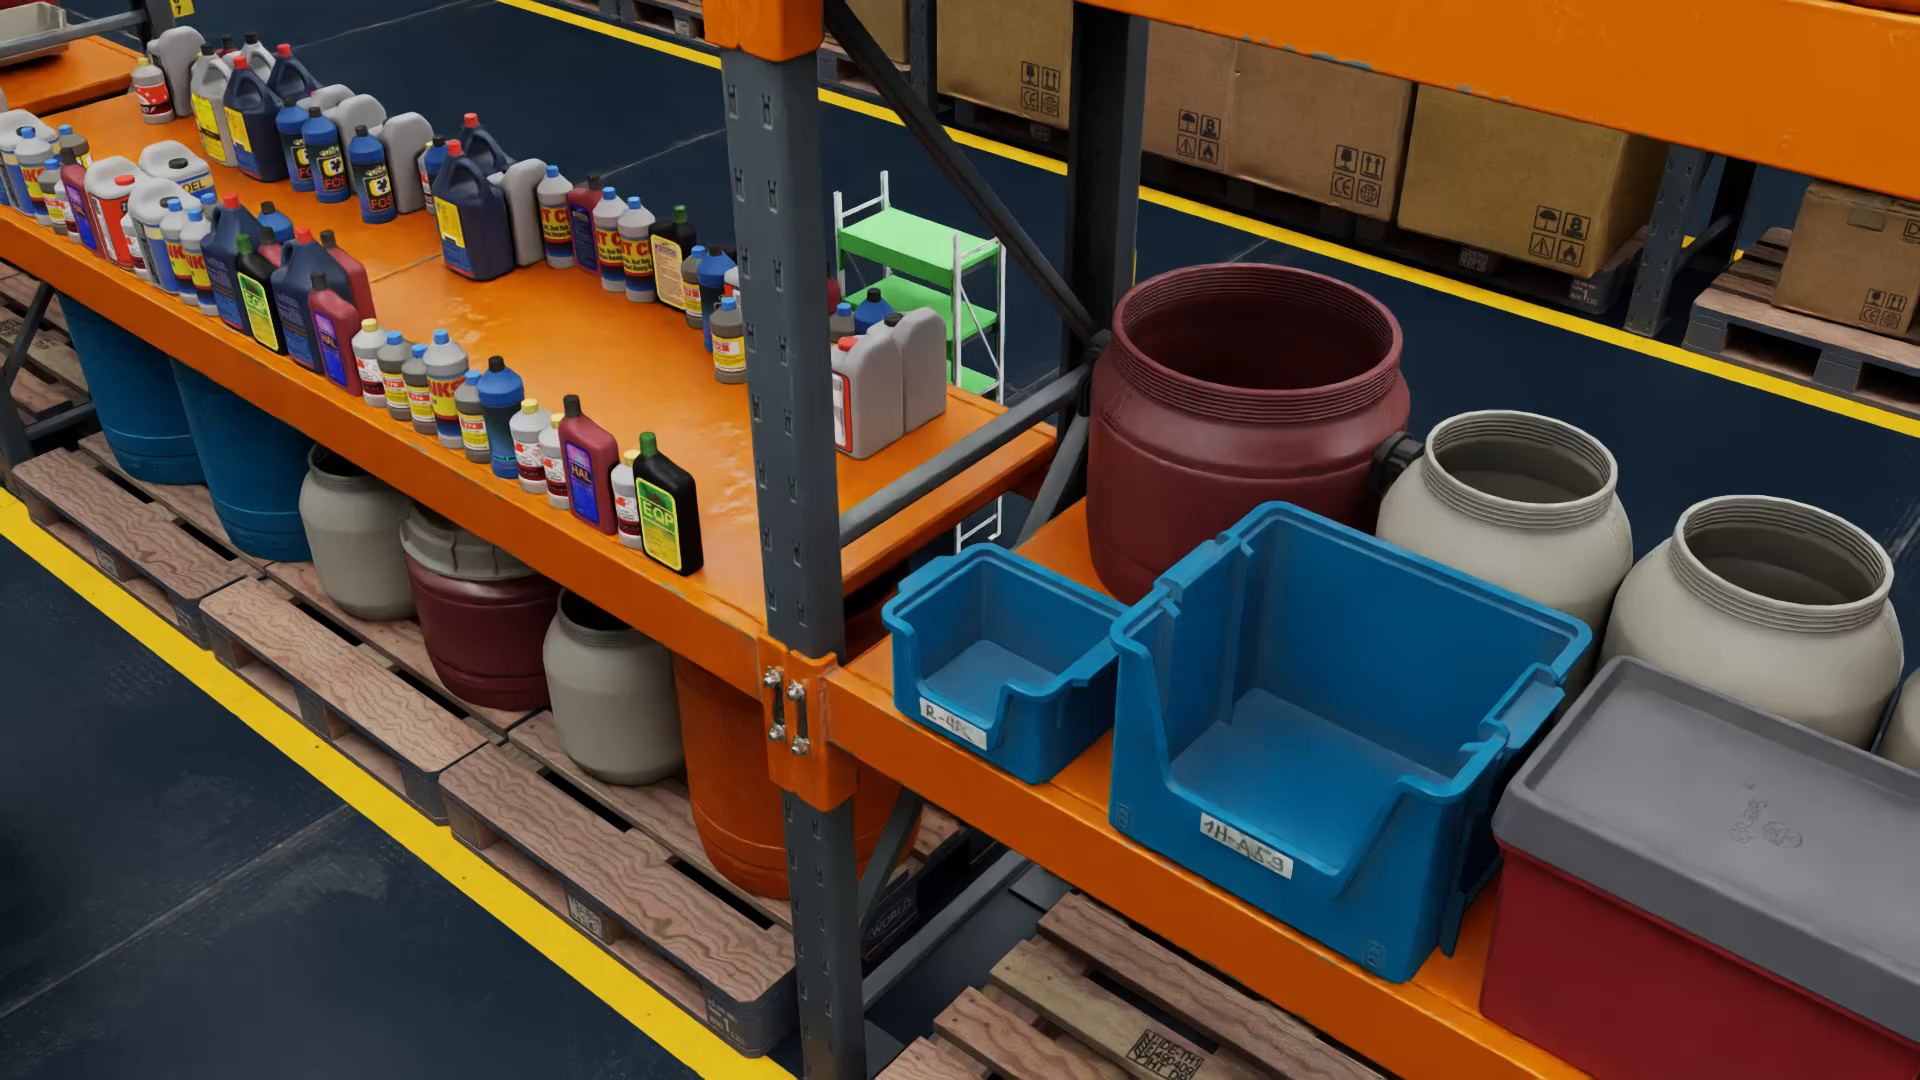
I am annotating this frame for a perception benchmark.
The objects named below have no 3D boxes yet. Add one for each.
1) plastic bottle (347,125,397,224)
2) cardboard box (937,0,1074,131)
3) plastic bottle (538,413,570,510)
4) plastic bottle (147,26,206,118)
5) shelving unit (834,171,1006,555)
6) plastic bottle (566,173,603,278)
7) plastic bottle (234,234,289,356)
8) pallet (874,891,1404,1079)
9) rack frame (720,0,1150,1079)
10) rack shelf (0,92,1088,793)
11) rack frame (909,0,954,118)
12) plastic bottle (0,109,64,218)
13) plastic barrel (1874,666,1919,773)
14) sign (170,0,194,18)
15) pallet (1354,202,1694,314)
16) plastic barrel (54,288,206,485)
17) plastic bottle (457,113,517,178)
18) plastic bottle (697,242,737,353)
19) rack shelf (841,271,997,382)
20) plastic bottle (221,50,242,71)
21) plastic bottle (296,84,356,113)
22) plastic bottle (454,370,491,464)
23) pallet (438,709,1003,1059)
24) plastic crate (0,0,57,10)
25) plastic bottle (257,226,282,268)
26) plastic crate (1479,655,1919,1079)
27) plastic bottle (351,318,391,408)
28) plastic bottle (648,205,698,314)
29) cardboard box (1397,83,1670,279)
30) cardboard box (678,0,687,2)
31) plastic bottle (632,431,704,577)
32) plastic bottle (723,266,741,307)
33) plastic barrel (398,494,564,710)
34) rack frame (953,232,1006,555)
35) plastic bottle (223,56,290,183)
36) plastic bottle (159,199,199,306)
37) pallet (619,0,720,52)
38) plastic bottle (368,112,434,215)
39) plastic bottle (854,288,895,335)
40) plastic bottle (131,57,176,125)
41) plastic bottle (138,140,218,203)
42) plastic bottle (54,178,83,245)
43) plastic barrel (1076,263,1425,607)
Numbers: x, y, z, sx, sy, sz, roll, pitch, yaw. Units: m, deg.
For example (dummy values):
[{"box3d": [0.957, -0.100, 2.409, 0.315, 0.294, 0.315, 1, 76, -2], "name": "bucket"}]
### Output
[{"box3d": [-1.680, -1.046, 4.737, 0.097, 0.271, 0.097, 0, 34, 0], "name": "plastic bottle"}, {"box3d": [0.600, -2.839, 8.740, 0.875, 0.875, 1.225, 25, 42, 32], "name": "cardboard box"}, {"box3d": [-0.838, -0.173, 3.528, 0.097, 0.201, 0.097, 0, 34, 0], "name": "plastic bottle"}, {"box3d": [-2.564, -1.557, 5.477, 0.135, 0.276, 0.152, 25, 42, 32], "name": "plastic bottle"}, {"box3d": [-0.127, -0.555, 5.498, 0.503, 1.200, 0.258, 25, 42, 32], "name": "shelving unit"}, {"box3d": [-0.984, -0.849, 4.439, 0.133, 0.283, 0.061, 25, 42, 32], "name": "plastic bottle"}, {"box3d": [-1.706, -0.603, 4.082, 0.133, 0.283, 0.061, 25, 42, 32], "name": "plastic bottle"}, {"box3d": [0.571, 1.286, 3.691, 1.213, 0.211, 1.003, 25, 42, 32], "name": "pallet"}, {"box3d": [0.000, -0.161, 3.335, 0.127, 3.000, 1.000, 25, 42, 32], "name": "rack frame"}, {"box3d": [-1.537, -0.589, 4.593, 4.000, 0.370, 1.077, 25, 42, 32], "name": "rack shelf"}, {"box3d": [0.095, -3.765, 8.582, 0.127, 3.000, 1.000, 25, 42, 32], "name": "rack frame"}, {"box3d": [-2.681, -1.093, 4.801, 0.135, 0.276, 0.152, 25, 42, 32], "name": "plastic bottle"}, {"box3d": [1.583, 0.367, 2.445, 0.433, 0.535, 0.433, 0, 34, 0], "name": "plastic barrel"}, {"box3d": [-2.720, -1.963, 5.714, 0.005, 0.325, 0.100, 25, 42, 32], "name": "sign"}, {"box3d": [2.612, -1.485, 7.726, 1.213, 0.211, 1.003, 25, 42, 32], "name": "pallet"}, {"box3d": [-2.667, -0.714, 5.622, 0.708, 0.901, 0.600, 25, 42, 32], "name": "plastic barrel"}, {"box3d": [-1.311, -1.000, 4.600, 0.185, 0.351, 0.144, 25, 42, 32], "name": "plastic bottle"}, {"box3d": [-0.591, -0.600, 4.088, 0.097, 0.271, 0.097, 0, 34, 0], "name": "plastic bottle"}, {"box3d": [-0.127, -0.700, 5.398, 0.480, 0.148, 0.258, 25, 42, 32], "name": "rack shelf"}, {"box3d": [-2.283, -1.424, 5.284, 0.135, 0.276, 0.152, 25, 42, 32], "name": "plastic bottle"}, {"box3d": [-1.896, -1.242, 5.018, 0.135, 0.276, 0.152, 25, 42, 32], "name": "plastic bottle"}, {"box3d": [-1.062, -0.279, 3.682, 0.097, 0.201, 0.097, 0, 34, 0], "name": "plastic bottle"}, {"box3d": [-0.632, 0.721, 4.514, 1.213, 0.211, 1.003, 25, 42, 32], "name": "pallet"}, {"box3d": [-3.599, -2.094, 6.039, 0.583, 0.464, 0.402, 25, 42, 32], "name": "plastic crate"}, {"box3d": [-1.668, -0.630, 4.120, 0.133, 0.283, 0.061, 25, 42, 32], "name": "plastic bottle"}, {"box3d": [1.046, 0.531, 2.271, 0.583, 0.464, 0.402, 25, 42, 32], "name": "plastic crate"}, {"box3d": [-1.362, -0.420, 3.888, 0.097, 0.201, 0.097, 0, 34, 0], "name": "plastic bottle"}, {"box3d": [-0.732, -0.730, 4.266, 0.133, 0.283, 0.061, 25, 42, 32], "name": "plastic bottle"}, {"box3d": [2.652, -1.872, 7.332, 0.875, 0.875, 1.225, 23, 41, 30], "name": "cardboard box"}, {"box3d": [-1.736, -3.984, 10.408, 0.875, 0.875, 0.875, 25, 42, 32], "name": "cardboard box"}, {"box3d": [-0.584, -0.074, 3.311, 0.133, 0.283, 0.061, 25, 42, 32], "name": "plastic bottle"}, {"box3d": [-0.481, -0.575, 4.047, 0.135, 0.276, 0.152, 25, 42, 32], "name": "plastic bottle"}, {"box3d": [-1.254, 0.081, 4.741, 0.708, 0.588, 0.600, 25, 42, 32], "name": "plastic barrel"}, {"box3d": [0.060, -0.466, 5.369, 0.015, 1.200, 0.240, 25, 42, 32], "name": "rack frame"}, {"box3d": [-2.108, -1.269, 4.992, 0.185, 0.351, 0.144, 25, 42, 32], "name": "plastic bottle"}, {"box3d": [-2.000, -0.750, 4.306, 0.097, 0.271, 0.097, 0, 34, 0], "name": "plastic bottle"}, {"box3d": [-1.381, -3.366, 10.466, 1.213, 0.211, 1.003, 25, 42, 32], "name": "pallet"}, {"box3d": [-1.614, -1.109, 4.825, 0.135, 0.276, 0.152, 25, 42, 32], "name": "plastic bottle"}, {"box3d": [-0.197, -0.459, 3.883, 0.097, 0.271, 0.097, 0, 34, 0], "name": "plastic bottle"}, {"box3d": [-2.630, -1.465, 5.409, 0.097, 0.201, 0.097, 0, 34, 0], "name": "plastic bottle"}, {"box3d": [-2.153, -0.956, 4.602, 0.135, 0.276, 0.152, 25, 42, 32], "name": "plastic bottle"}, {"box3d": [-2.459, -0.938, 4.641, 0.097, 0.201, 0.097, 0, 34, 0], "name": "plastic bottle"}, {"box3d": [0.551, -0.181, 3.244, 0.708, 0.536, 0.600, 25, 42, 32], "name": "plastic barrel"}]
